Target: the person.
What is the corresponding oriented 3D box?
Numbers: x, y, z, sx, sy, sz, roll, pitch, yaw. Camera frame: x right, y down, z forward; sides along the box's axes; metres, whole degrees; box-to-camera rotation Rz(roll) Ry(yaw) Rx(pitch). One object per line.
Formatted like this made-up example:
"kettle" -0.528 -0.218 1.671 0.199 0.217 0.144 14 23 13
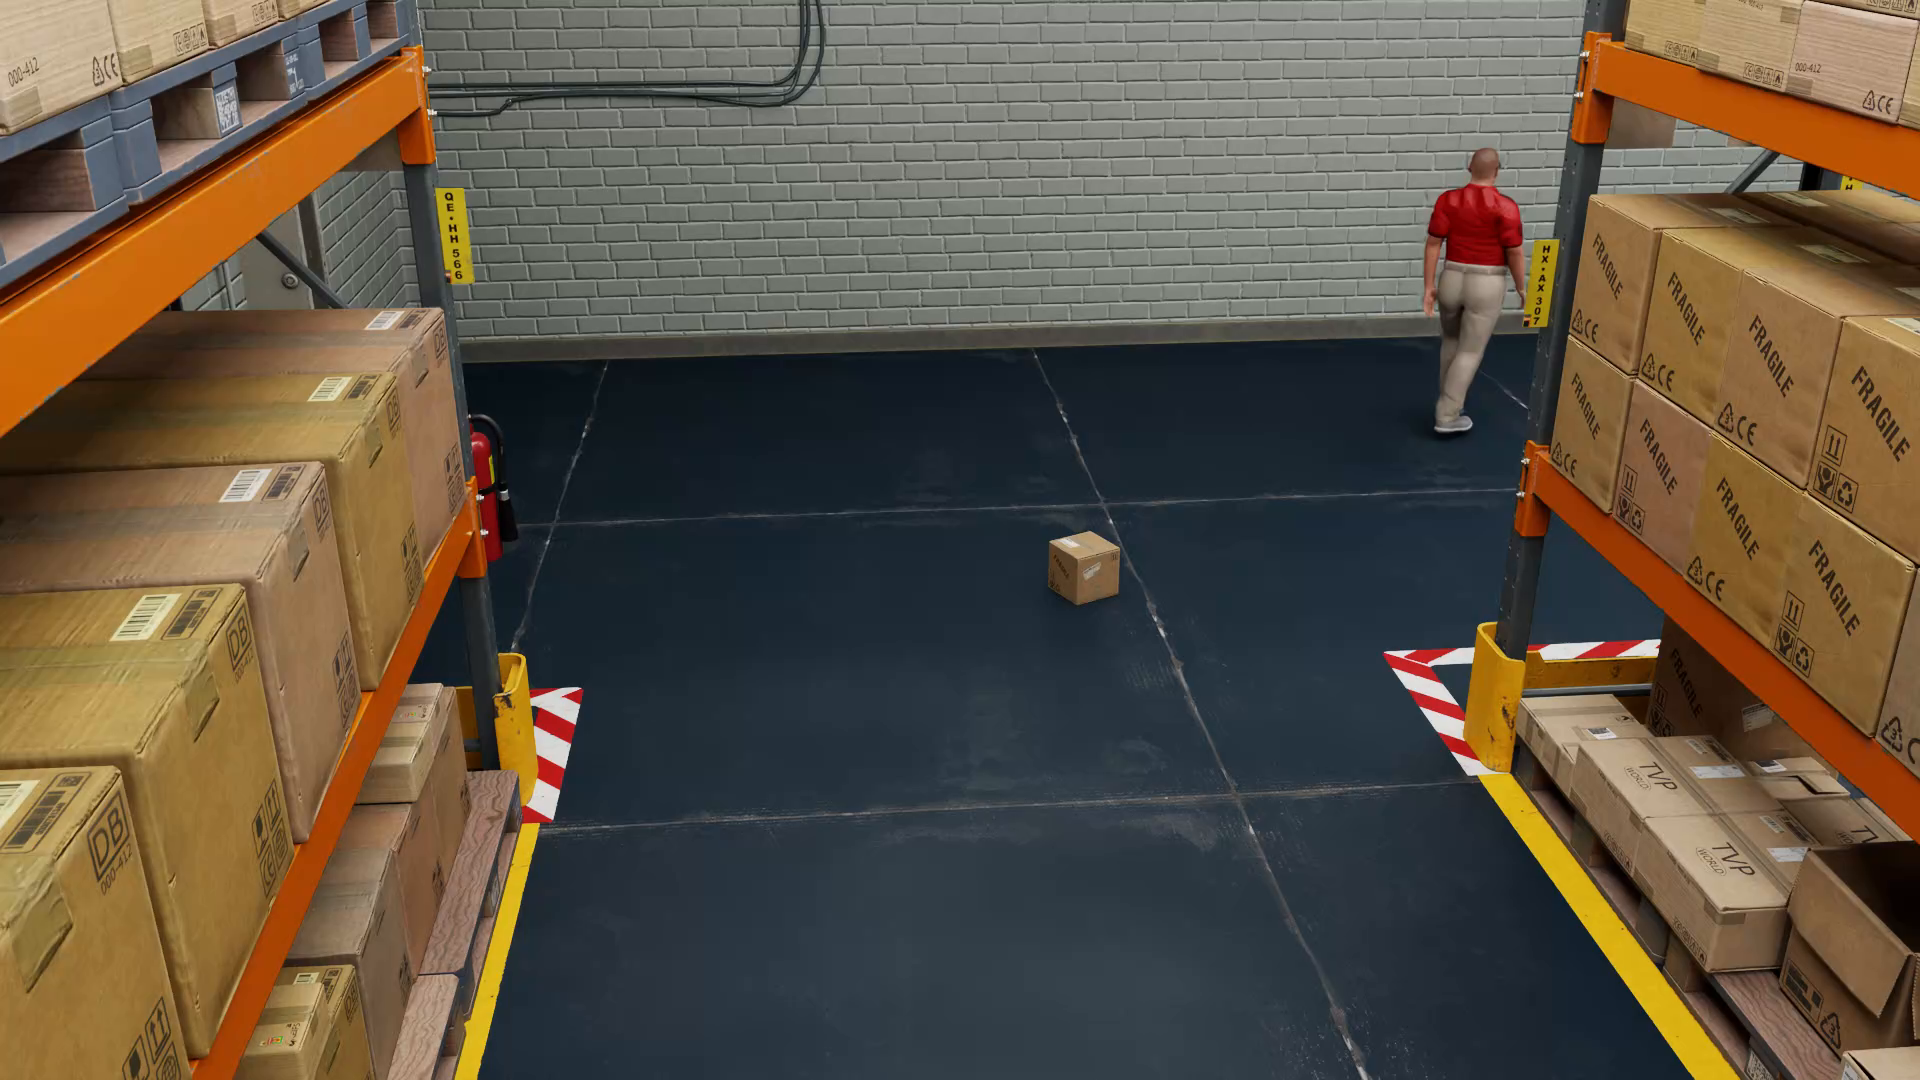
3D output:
"person" 3.125 -1.486 10.075 0.552 1.787 0.713 19 30 37
